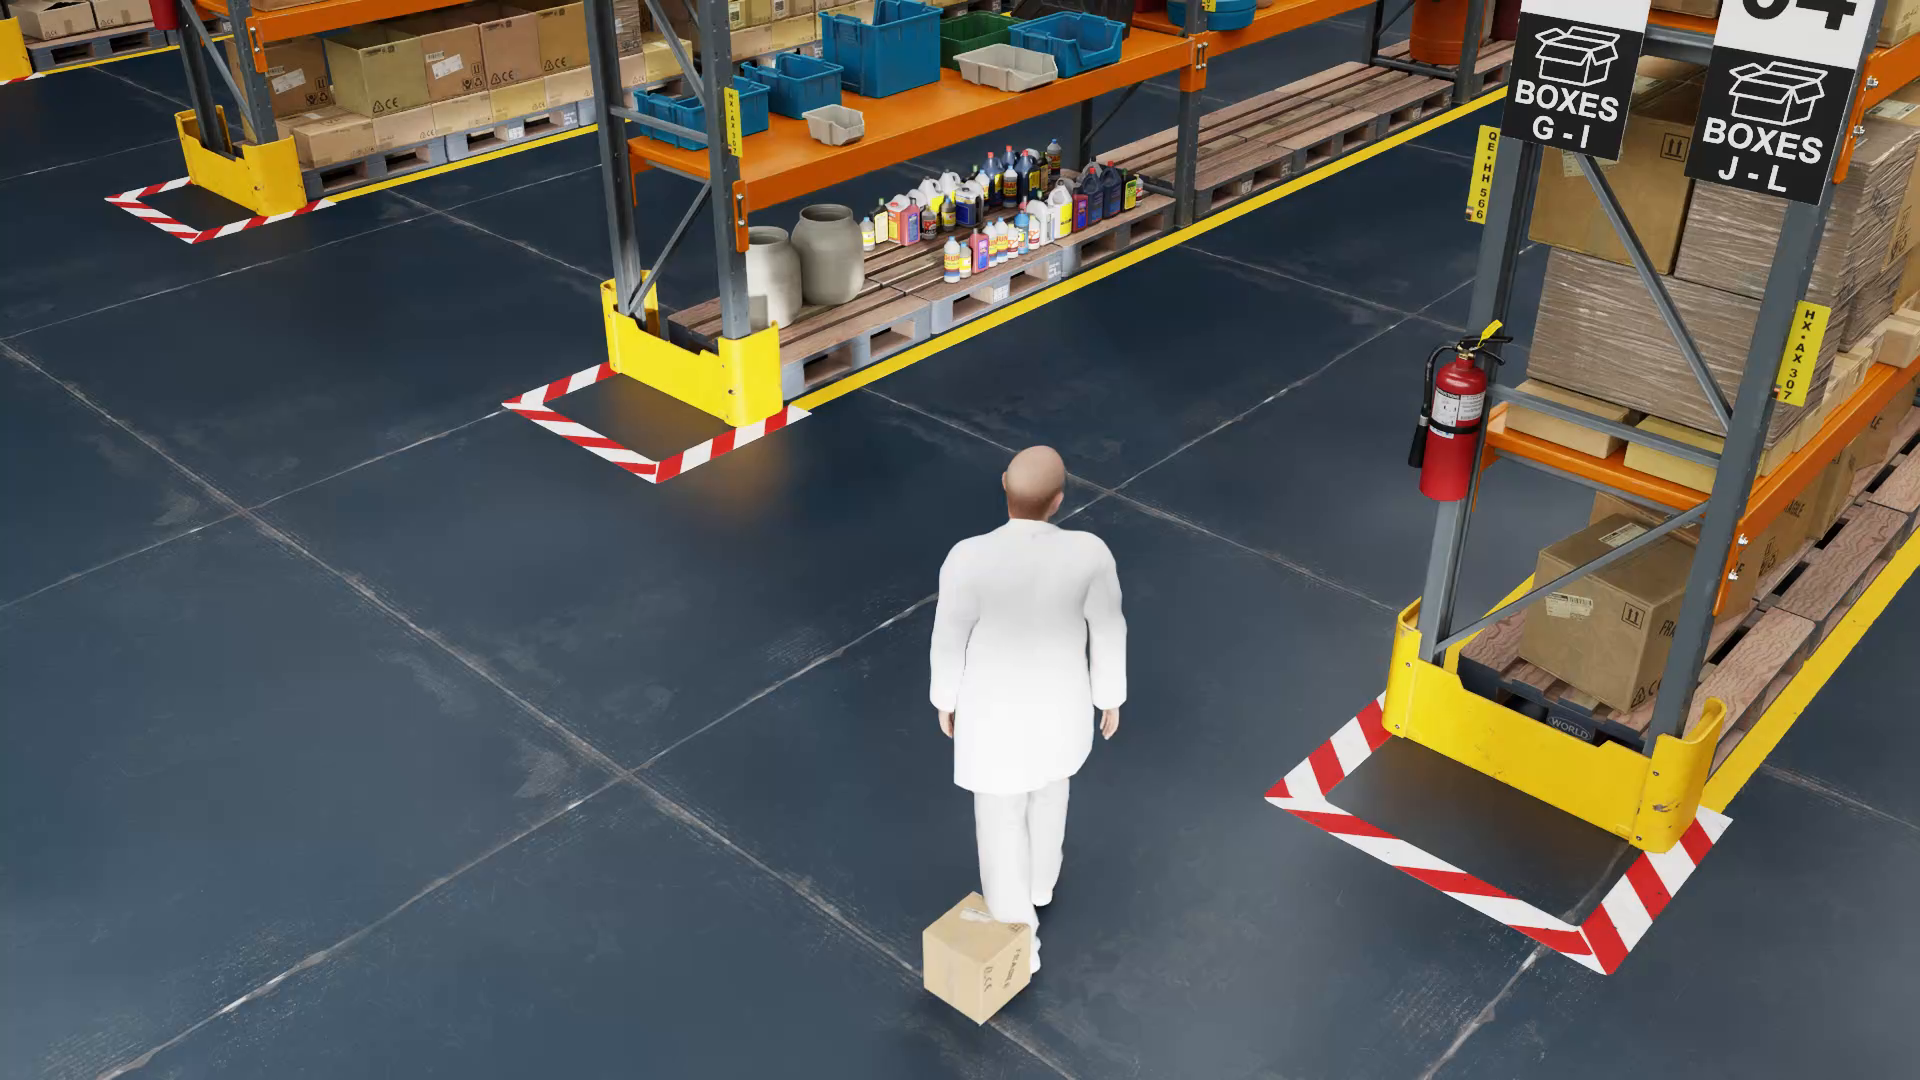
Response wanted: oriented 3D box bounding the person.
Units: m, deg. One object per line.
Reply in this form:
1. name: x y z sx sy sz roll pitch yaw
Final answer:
1. person: 0.206 0.509 5.276 0.624 1.776 0.684 -8 32 -14
